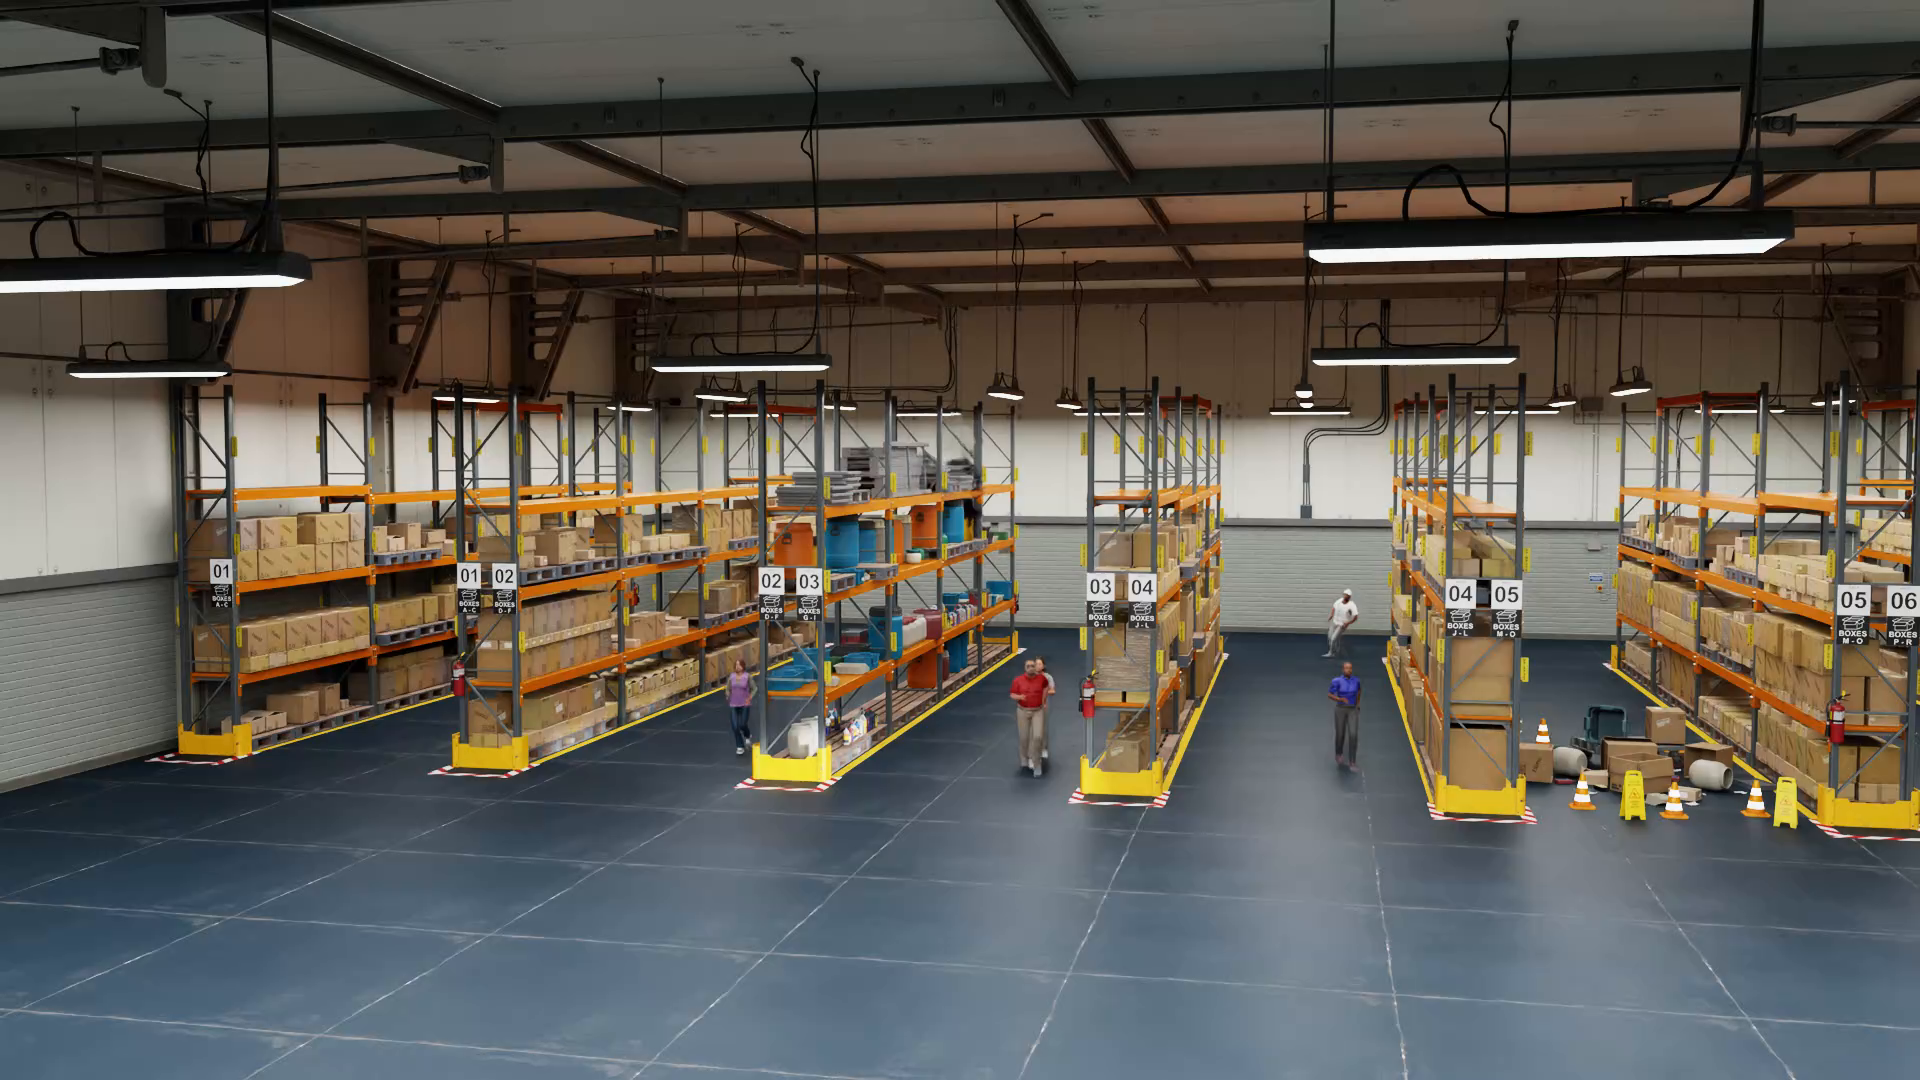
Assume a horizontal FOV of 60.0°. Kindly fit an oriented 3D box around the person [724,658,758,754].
[{"bbox_3d":[-3.587,2.708,27.058,0.530,1.553,0.551,0,3,7],"label":"person"}]

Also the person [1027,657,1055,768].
[{"bbox_3d":[1.235,2.681,26.203,0.550,1.698,0.878,1,3,12],"label":"person"}]

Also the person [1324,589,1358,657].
[{"bbox_3d":[9.047,1.973,39.360,0.604,1.654,0.859,-3,4,-43],"label":"person"}]

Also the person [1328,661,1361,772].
[{"bbox_3d":[6.006,2.736,25.935,0.563,1.716,0.767,0,3,3],"label":"person"}]

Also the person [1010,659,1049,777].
[{"bbox_3d":[1.073,2.714,25.585,0.603,1.786,0.866,0,3,2],"label":"person"}]
